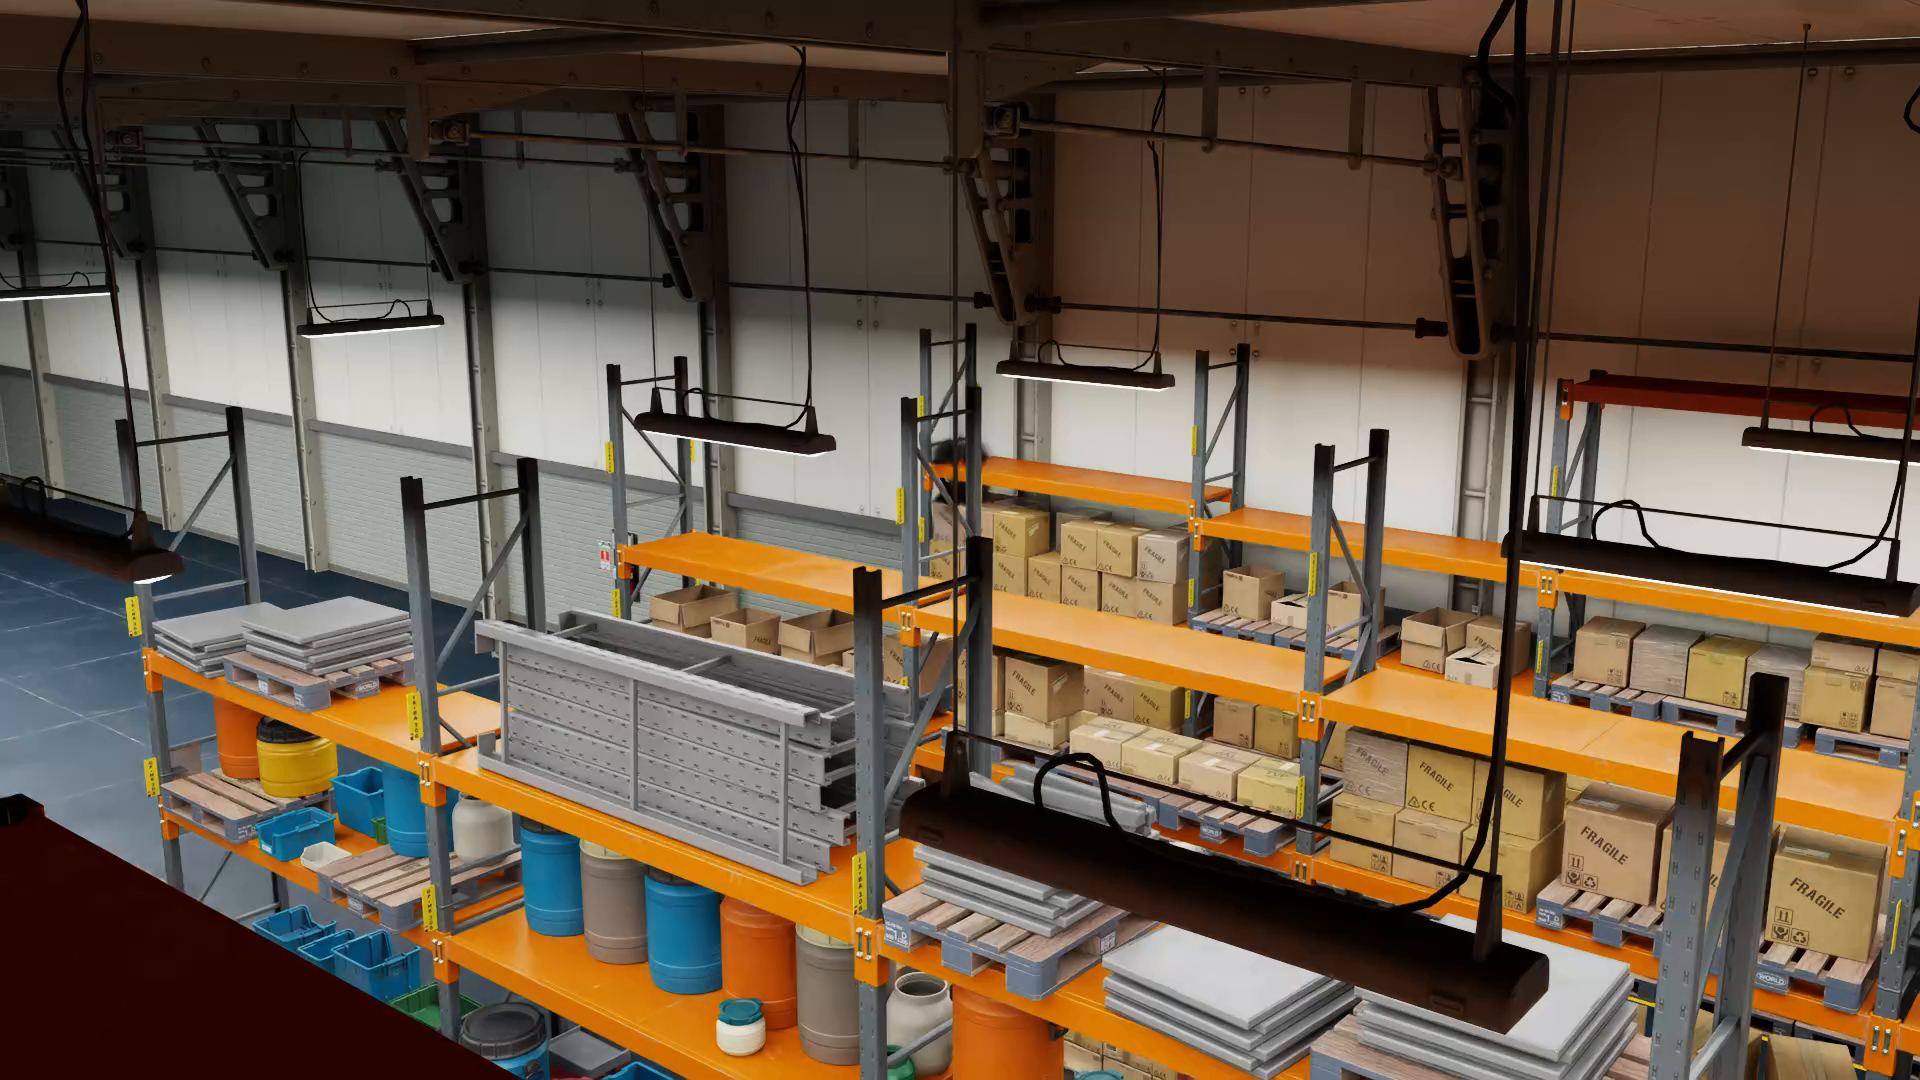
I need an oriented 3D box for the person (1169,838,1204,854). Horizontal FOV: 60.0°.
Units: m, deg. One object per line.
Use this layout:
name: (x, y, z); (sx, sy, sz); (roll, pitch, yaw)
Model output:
person: (2.217, 3.597, 16.527); (0.800, 1.704, 0.738); (7, 14, 29)
